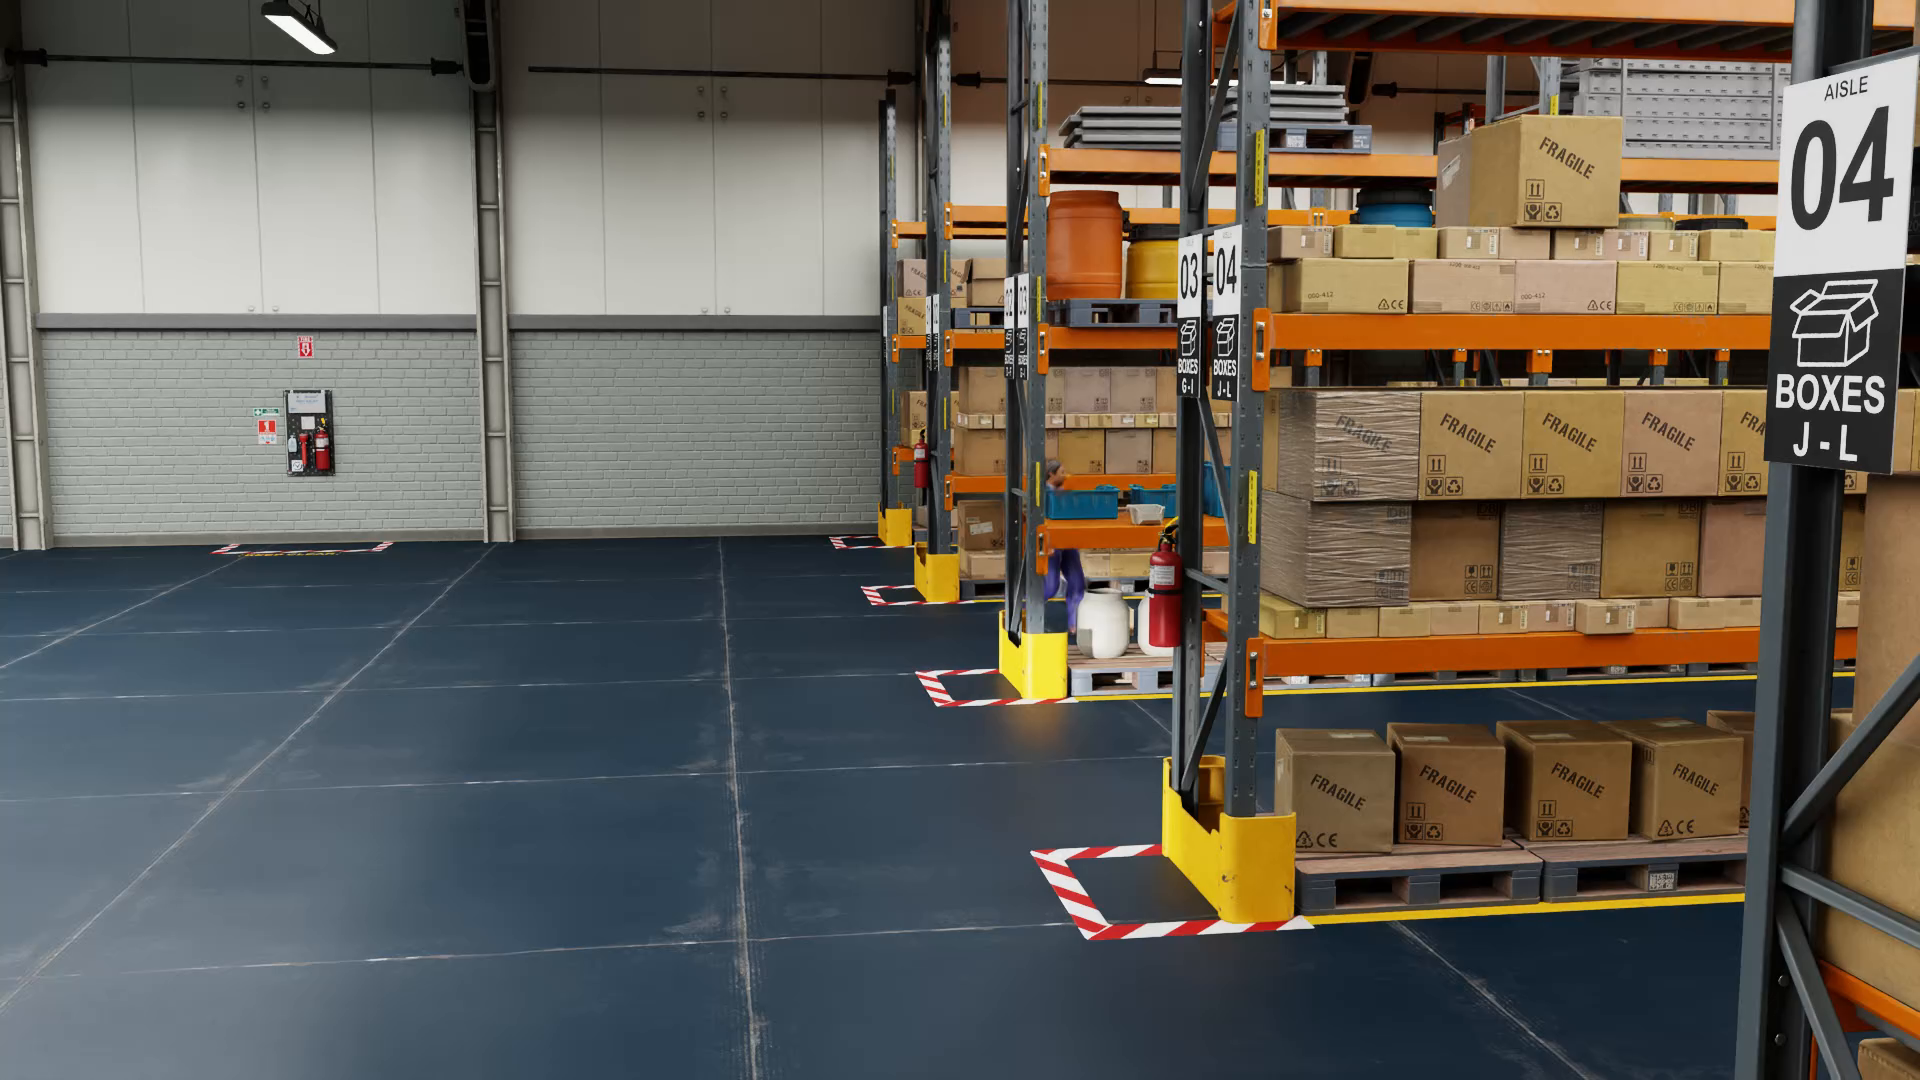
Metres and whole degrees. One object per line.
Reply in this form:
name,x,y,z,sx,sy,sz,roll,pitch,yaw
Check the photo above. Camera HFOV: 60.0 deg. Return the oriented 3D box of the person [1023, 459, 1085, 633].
person,0.923,0.062,15.420,0.550,1.601,0.800,-6,9,-43
